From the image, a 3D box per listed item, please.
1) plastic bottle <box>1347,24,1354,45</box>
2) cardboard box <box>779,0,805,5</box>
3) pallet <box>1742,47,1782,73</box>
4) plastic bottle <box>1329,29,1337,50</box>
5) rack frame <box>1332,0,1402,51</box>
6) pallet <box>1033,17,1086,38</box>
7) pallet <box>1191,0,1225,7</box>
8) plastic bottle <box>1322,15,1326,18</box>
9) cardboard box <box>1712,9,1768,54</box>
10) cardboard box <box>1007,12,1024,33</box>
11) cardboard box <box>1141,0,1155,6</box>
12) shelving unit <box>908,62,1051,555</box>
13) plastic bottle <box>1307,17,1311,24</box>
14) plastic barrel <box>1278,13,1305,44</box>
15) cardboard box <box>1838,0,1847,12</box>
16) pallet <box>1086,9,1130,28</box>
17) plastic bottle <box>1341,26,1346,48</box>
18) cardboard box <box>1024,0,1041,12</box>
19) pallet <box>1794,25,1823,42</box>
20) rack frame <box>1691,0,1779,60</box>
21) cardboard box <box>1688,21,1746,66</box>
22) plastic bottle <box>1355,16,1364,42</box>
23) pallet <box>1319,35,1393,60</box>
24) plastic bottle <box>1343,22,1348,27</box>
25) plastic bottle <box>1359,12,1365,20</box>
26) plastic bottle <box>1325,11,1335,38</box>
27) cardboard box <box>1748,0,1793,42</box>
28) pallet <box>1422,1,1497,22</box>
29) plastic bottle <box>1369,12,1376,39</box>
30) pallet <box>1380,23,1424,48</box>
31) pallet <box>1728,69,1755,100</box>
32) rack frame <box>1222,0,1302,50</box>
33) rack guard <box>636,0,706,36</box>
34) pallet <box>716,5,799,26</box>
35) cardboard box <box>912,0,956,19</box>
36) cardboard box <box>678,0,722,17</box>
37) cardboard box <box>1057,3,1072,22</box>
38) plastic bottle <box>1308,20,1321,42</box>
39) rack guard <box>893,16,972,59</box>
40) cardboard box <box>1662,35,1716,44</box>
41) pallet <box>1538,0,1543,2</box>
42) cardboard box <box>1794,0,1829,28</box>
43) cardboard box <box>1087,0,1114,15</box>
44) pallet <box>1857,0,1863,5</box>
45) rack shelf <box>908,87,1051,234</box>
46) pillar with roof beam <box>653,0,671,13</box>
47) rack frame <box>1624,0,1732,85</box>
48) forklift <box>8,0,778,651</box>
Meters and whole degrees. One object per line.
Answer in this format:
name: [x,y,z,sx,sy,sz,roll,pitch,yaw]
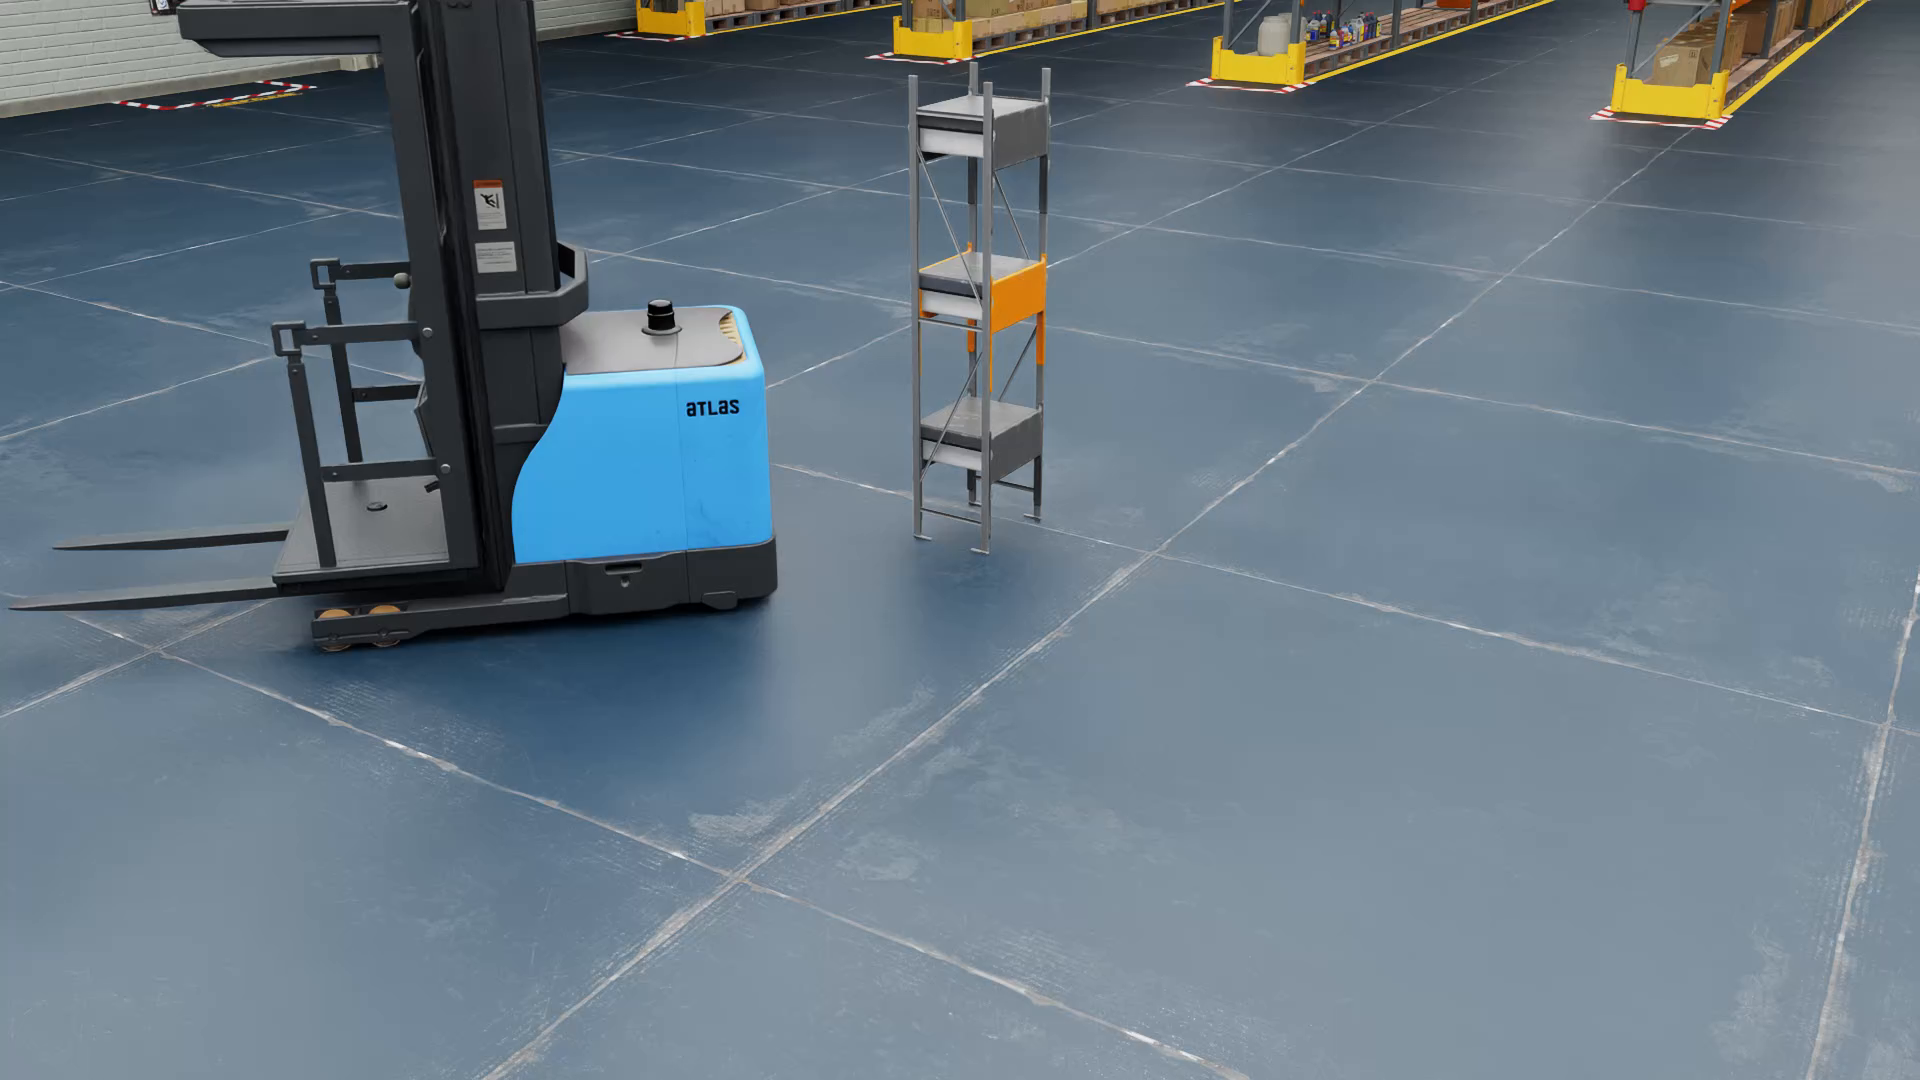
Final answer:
plastic bottle: [5.390,-6.990,23.001,0.097,0.271,0.097,0,23,0]
cardboard box: [-2.992,-9.398,28.276,0.500,0.500,0.500,12,26,25]
pallet: [10.556,-6.571,22.663,1.003,0.211,1.213,14,27,29]
plastic bottle: [5.050,-6.772,22.498,0.097,0.271,0.097,0,23,0]
rack frame: [5.938,-8.626,23.899,1.000,3.000,0.127,14,27,29]
pallet: [1.277,-8.126,26.254,1.003,0.211,1.213,14,27,29]
pallet: [4.268,-9.979,30.536,1.003,0.211,1.213,14,27,29]
plastic bottle: [5.251,-7.447,24.051,0.152,0.276,0.135,15,28,31]
cardboard box: [10.488,-6.845,22.379,0.700,0.500,0.500,12,26,25]
cardboard box: [0.619,-7.718,24.736,0.500,0.250,0.500,14,27,29]
cardboard box: [2.966,-9.199,28.156,0.500,0.250,0.500,14,27,30]
shelving unit: [0.087,-1.019,7.462,0.431,2.100,0.503,14,27,29]
plastic bottle: [4.938,-7.285,23.667,0.061,0.283,0.133,15,28,31]
plastic barrel: [4.375,-6.734,22.132,0.421,0.512,0.421,0,23,0]
cardboard box: [14.046,-9.285,27.569,1.225,0.875,0.875,14,27,29]
pallet: [2.088,-8.642,27.447,1.003,0.211,1.213,14,27,29]
plastic bottle: [5.230,-6.888,22.765,0.097,0.271,0.097,0,23,0]
cardboard box: [0.888,-8.230,24.974,0.500,0.500,0.500,14,27,29]
pallet: [12.736,-7.908,25.752,1.003,0.211,1.213,14,27,29]
rack frame: [10.146,-7.588,21.501,1.000,3.000,0.127,14,27,29]
cardboard box: [9.606,-6.312,21.172,0.500,0.500,0.500,-18,29,-36]
plastic bottle: [5.572,-7.160,23.295,0.144,0.351,0.185,14,27,29]
pallet: [5.549,-7.128,23.950,1.003,0.211,1.213,14,27,29]
plastic bottle: [5.392,-7.097,23.235,0.061,0.283,0.133,14,27,29]
plastic bottle: [5.721,-7.364,23.766,0.144,0.351,0.185,14,27,29]
plastic bottle: [5.283,-7.396,23.840,0.144,0.351,0.185,14,27,29]
cardboard box: [11.345,-7.379,23.613,0.700,0.500,0.500,16,28,33]
pallet: [8.429,-8.971,28.206,1.003,0.211,1.213,14,27,29]
plastic bottle: [5.844,-7.334,23.696,0.144,0.351,0.185,13,27,28]
pallet: [6.320,-7.619,25.084,1.003,0.211,1.213,14,27,29]
pallet: [9.179,-5.660,20.560,1.003,0.211,1.213,14,27,29]
rack frame: [3.828,-7.276,20.781,1.000,3.000,0.127,14,27,29]
rack guard: [-4.548,-8.230,26.132,1.175,0.500,0.348,14,27,29]
pallet: [-3.445,-8.775,27.753,1.003,0.211,1.213,14,27,29]
cardboard box: [-0.348,-7.833,24.057,0.500,0.500,0.500,14,27,29]
cardboard box: [-4.147,-8.534,26.519,0.500,0.311,0.500,11,26,23]
cardboard box: [1.401,-8.227,25.910,0.500,0.250,0.500,14,27,29]
plastic bottle: [4.975,-7.162,23.394,0.152,0.276,0.135,14,27,29]
rack guard: [-0.390,-7.160,23.659,1.175,0.500,0.348,14,27,29]
cardboard box: [8.666,-5.699,19.757,0.500,0.500,0.500,-20,31,-39]
pallet: [10.513,-10.302,31.282,1.003,0.211,1.213,14,27,29]
cardboard box: [12.638,-8.384,25.487,1.225,0.875,0.875,12,26,27]
cardboard box: [2.155,-8.680,26.957,0.500,0.250,0.500,13,27,28]
pallet: [16.121,-10.072,30.750,1.003,0.211,1.213,14,27,29]
rack shelf: [0.087,-1.649,7.189,0.431,0.518,0.480,14,27,29]
pillar with roof beam: [-1.296,-11.620,23.265,9.100,9.000,0.400,14,27,29]
rack frame: [8.036,-6.238,18.383,1.000,3.000,0.127,14,27,29]
forklift: [-2.349,-1.125,6.659,3.031,2.935,1.130,-5,24,-11]
